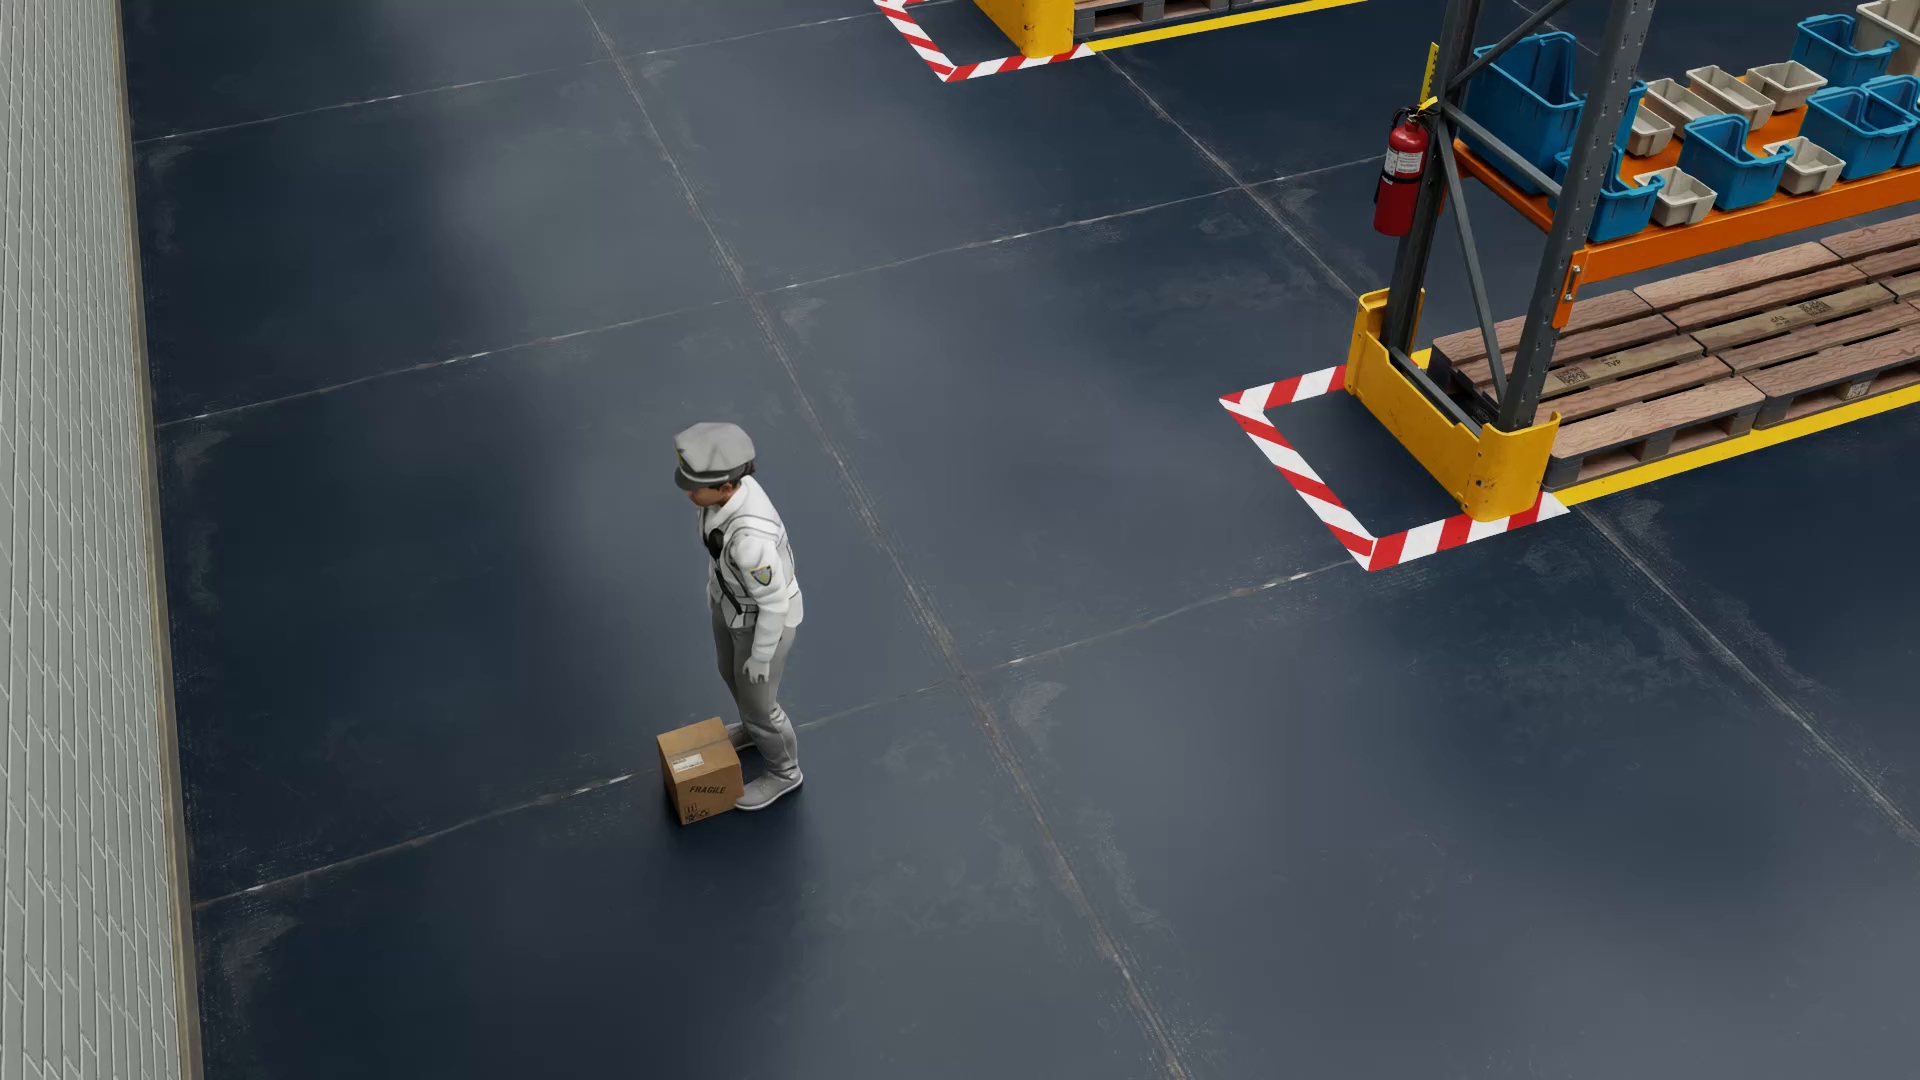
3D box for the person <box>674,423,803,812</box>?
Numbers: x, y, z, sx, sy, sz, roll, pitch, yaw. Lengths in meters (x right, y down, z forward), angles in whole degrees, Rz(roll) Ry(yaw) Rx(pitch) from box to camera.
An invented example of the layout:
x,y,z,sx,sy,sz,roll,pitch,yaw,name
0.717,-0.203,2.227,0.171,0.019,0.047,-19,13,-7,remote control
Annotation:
x,y,z,sx,sy,sz,roll,pitch,yaw,name
-0.749,0.273,5.854,0.369,1.663,0.518,-17,45,-18,person
